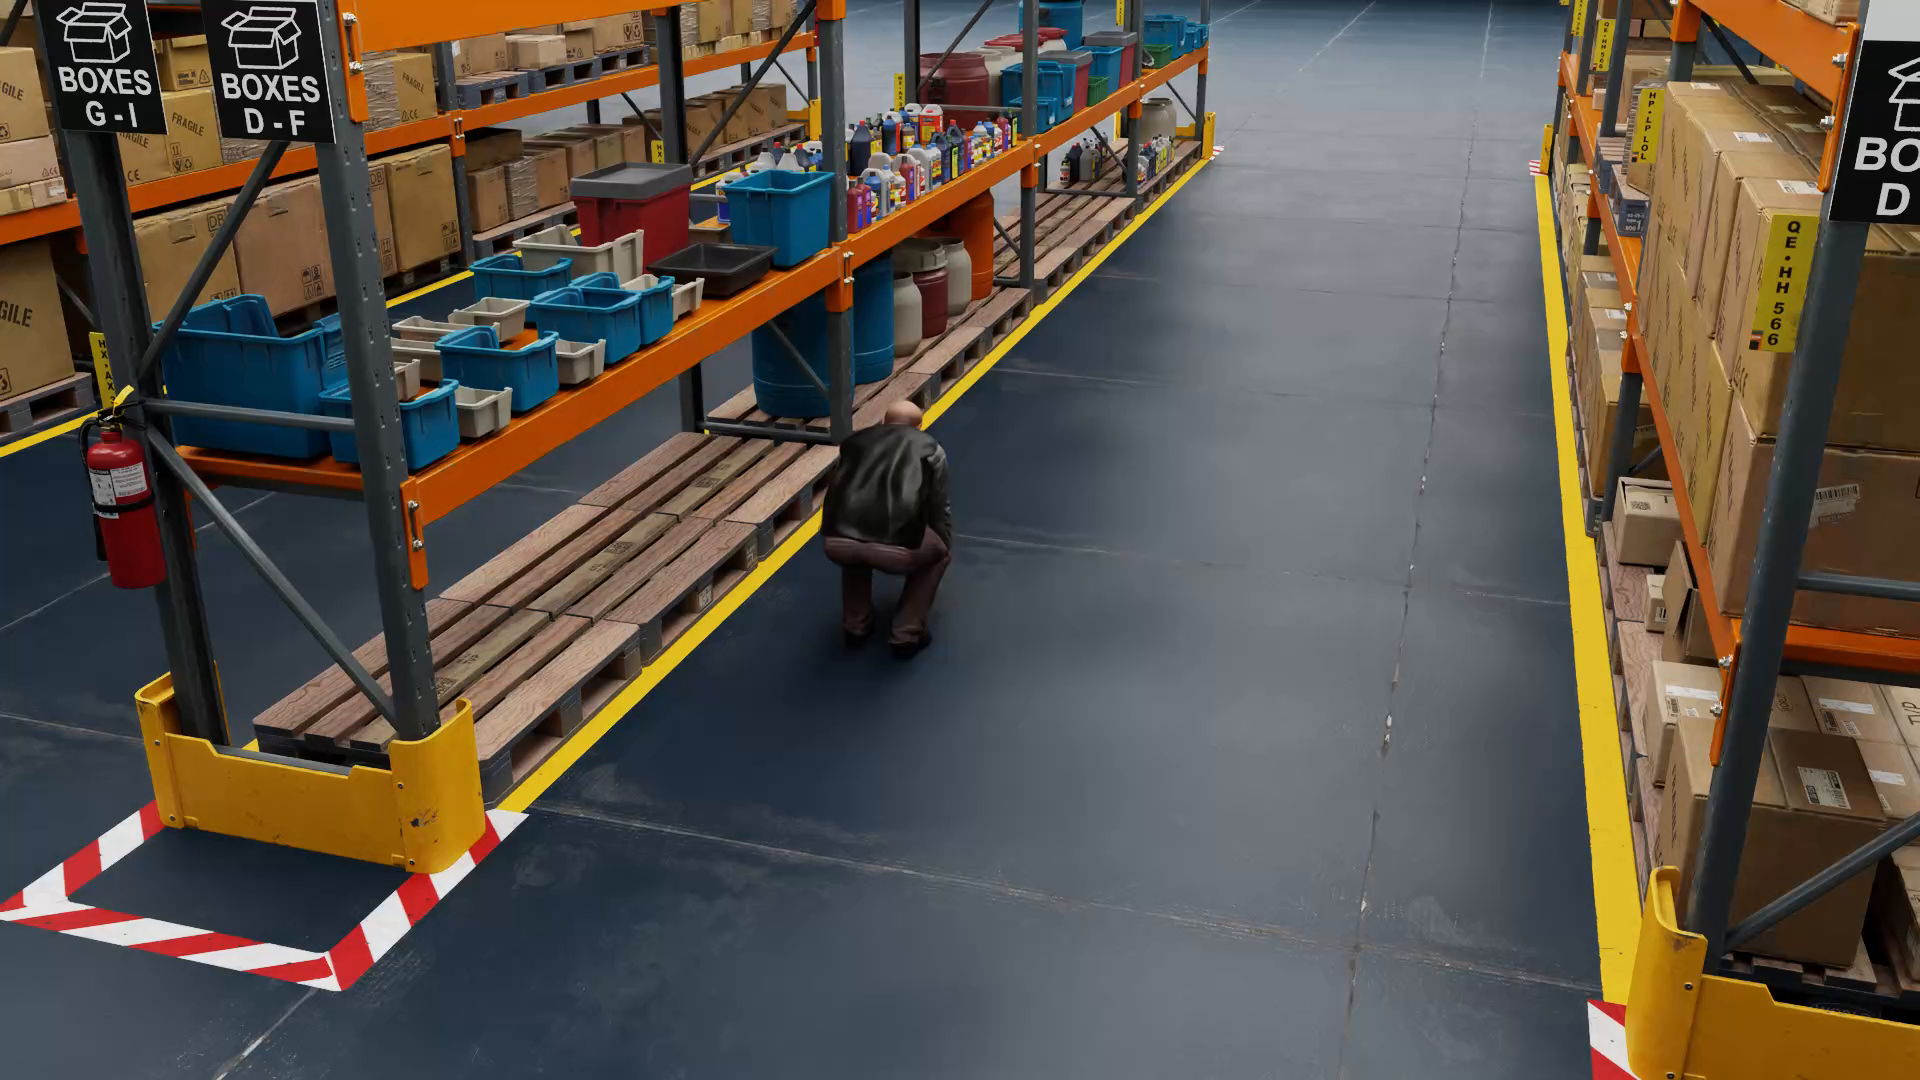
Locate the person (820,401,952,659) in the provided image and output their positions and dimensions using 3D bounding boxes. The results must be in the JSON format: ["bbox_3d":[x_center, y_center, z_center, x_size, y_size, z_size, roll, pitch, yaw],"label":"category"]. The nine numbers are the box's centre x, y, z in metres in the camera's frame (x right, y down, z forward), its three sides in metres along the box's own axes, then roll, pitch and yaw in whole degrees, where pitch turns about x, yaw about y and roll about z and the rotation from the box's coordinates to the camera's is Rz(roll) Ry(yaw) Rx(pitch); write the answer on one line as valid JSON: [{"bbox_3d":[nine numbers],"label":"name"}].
[{"bbox_3d":[-0.309,-0.040,7.257,0.506,0.961,0.897,6,23,14],"label":"person"}]
